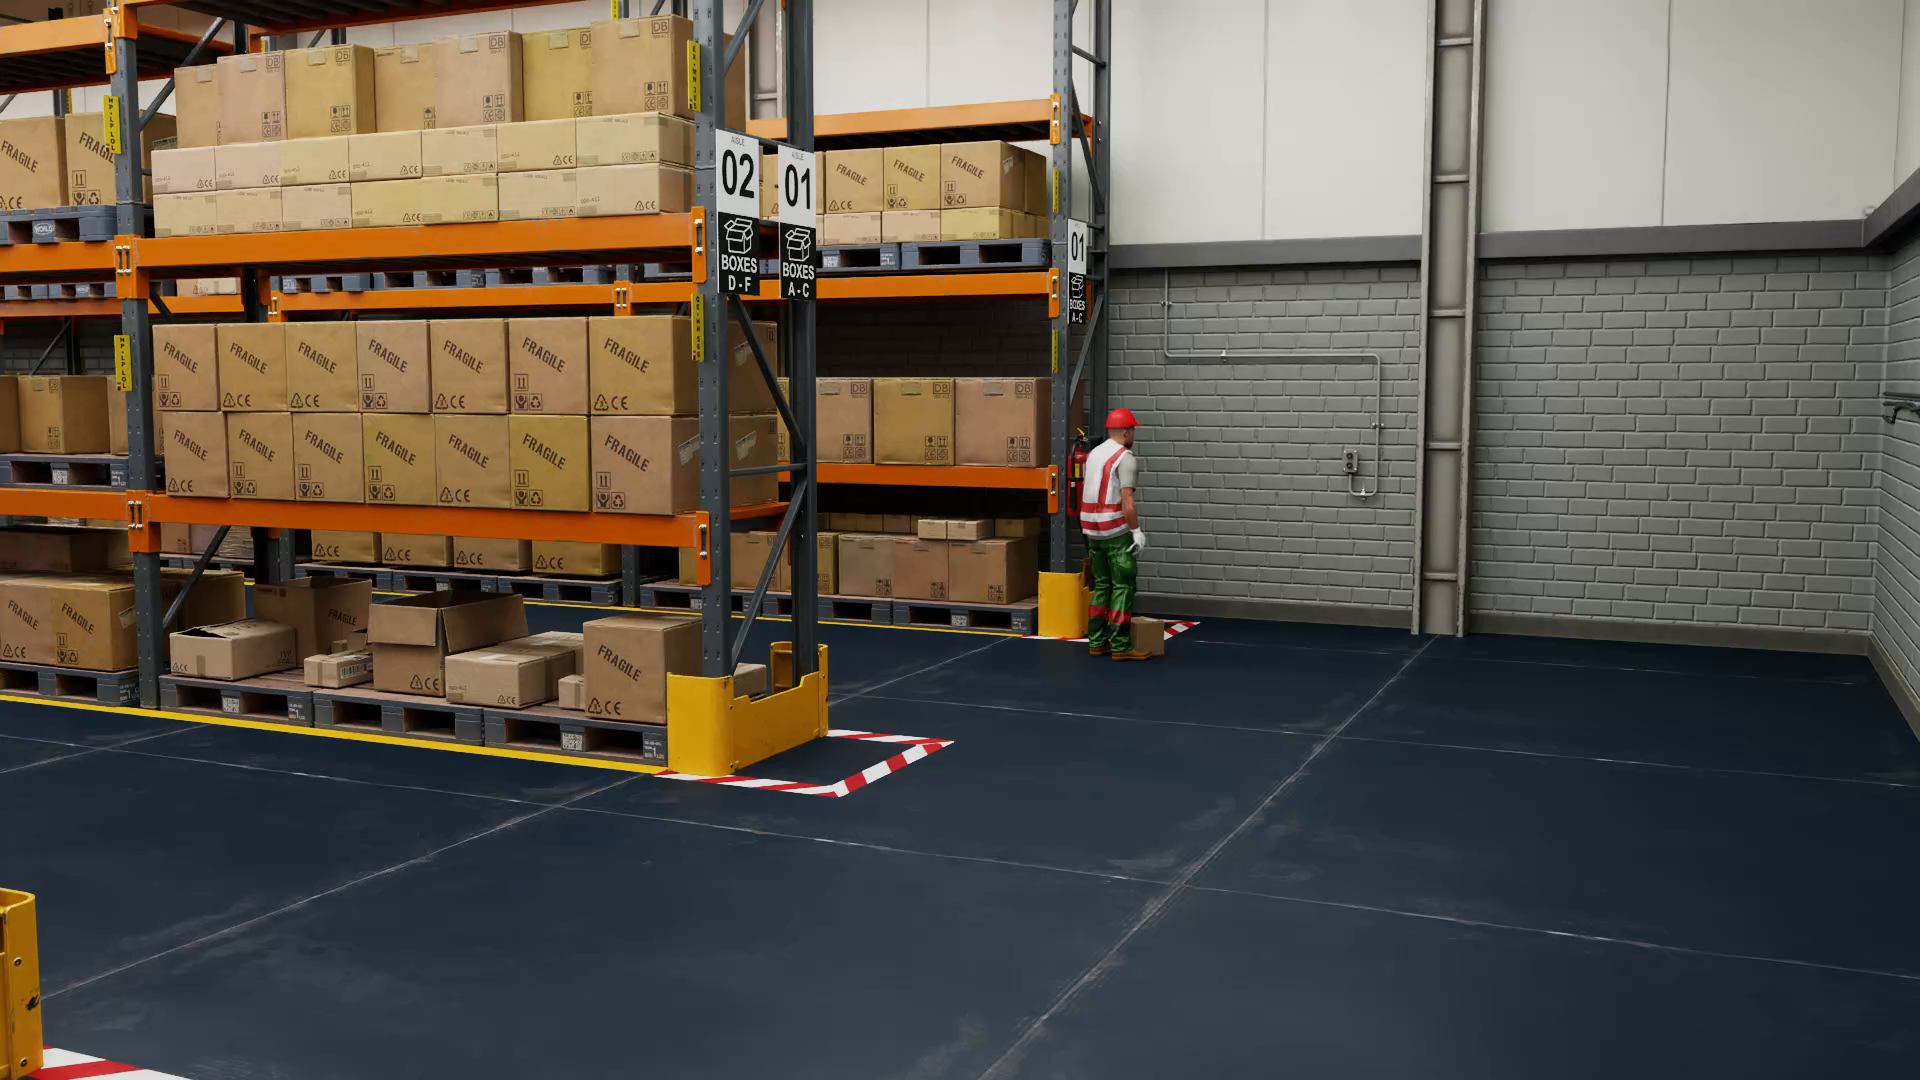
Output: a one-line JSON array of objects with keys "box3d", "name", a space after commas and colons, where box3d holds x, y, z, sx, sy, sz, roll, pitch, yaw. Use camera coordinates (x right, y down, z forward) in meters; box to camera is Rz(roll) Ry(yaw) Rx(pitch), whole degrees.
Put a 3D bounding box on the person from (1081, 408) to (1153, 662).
[{"box3d": [1.109, -0.047, 11.885, 0.452, 1.779, 0.607, -3, 6, -29], "name": "person"}]
